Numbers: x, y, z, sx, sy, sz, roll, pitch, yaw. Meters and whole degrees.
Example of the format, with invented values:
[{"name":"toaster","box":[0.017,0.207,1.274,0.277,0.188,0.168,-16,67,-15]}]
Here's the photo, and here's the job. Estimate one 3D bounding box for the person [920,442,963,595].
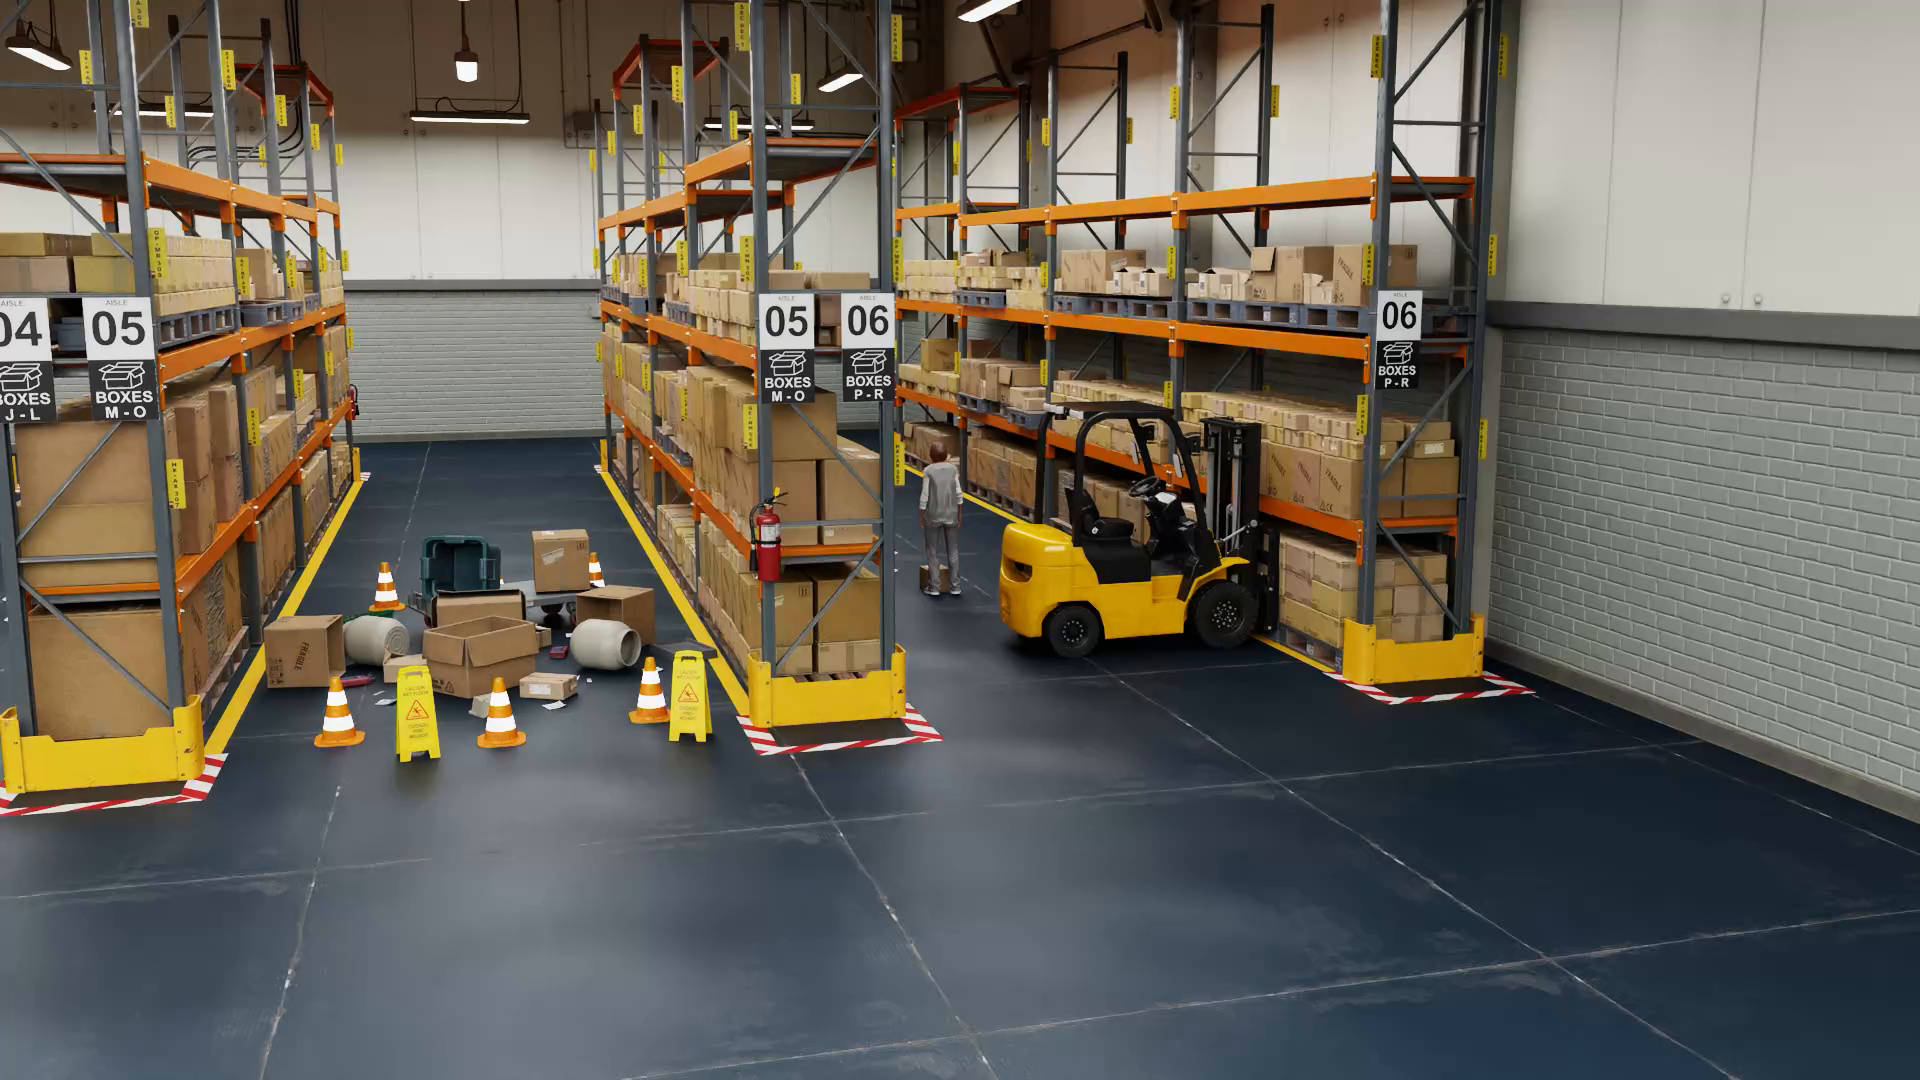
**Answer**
[{"name":"person","box":[-0.198,-0.217,17.216,0.463,1.593,0.364,-3,10,-16]}]
